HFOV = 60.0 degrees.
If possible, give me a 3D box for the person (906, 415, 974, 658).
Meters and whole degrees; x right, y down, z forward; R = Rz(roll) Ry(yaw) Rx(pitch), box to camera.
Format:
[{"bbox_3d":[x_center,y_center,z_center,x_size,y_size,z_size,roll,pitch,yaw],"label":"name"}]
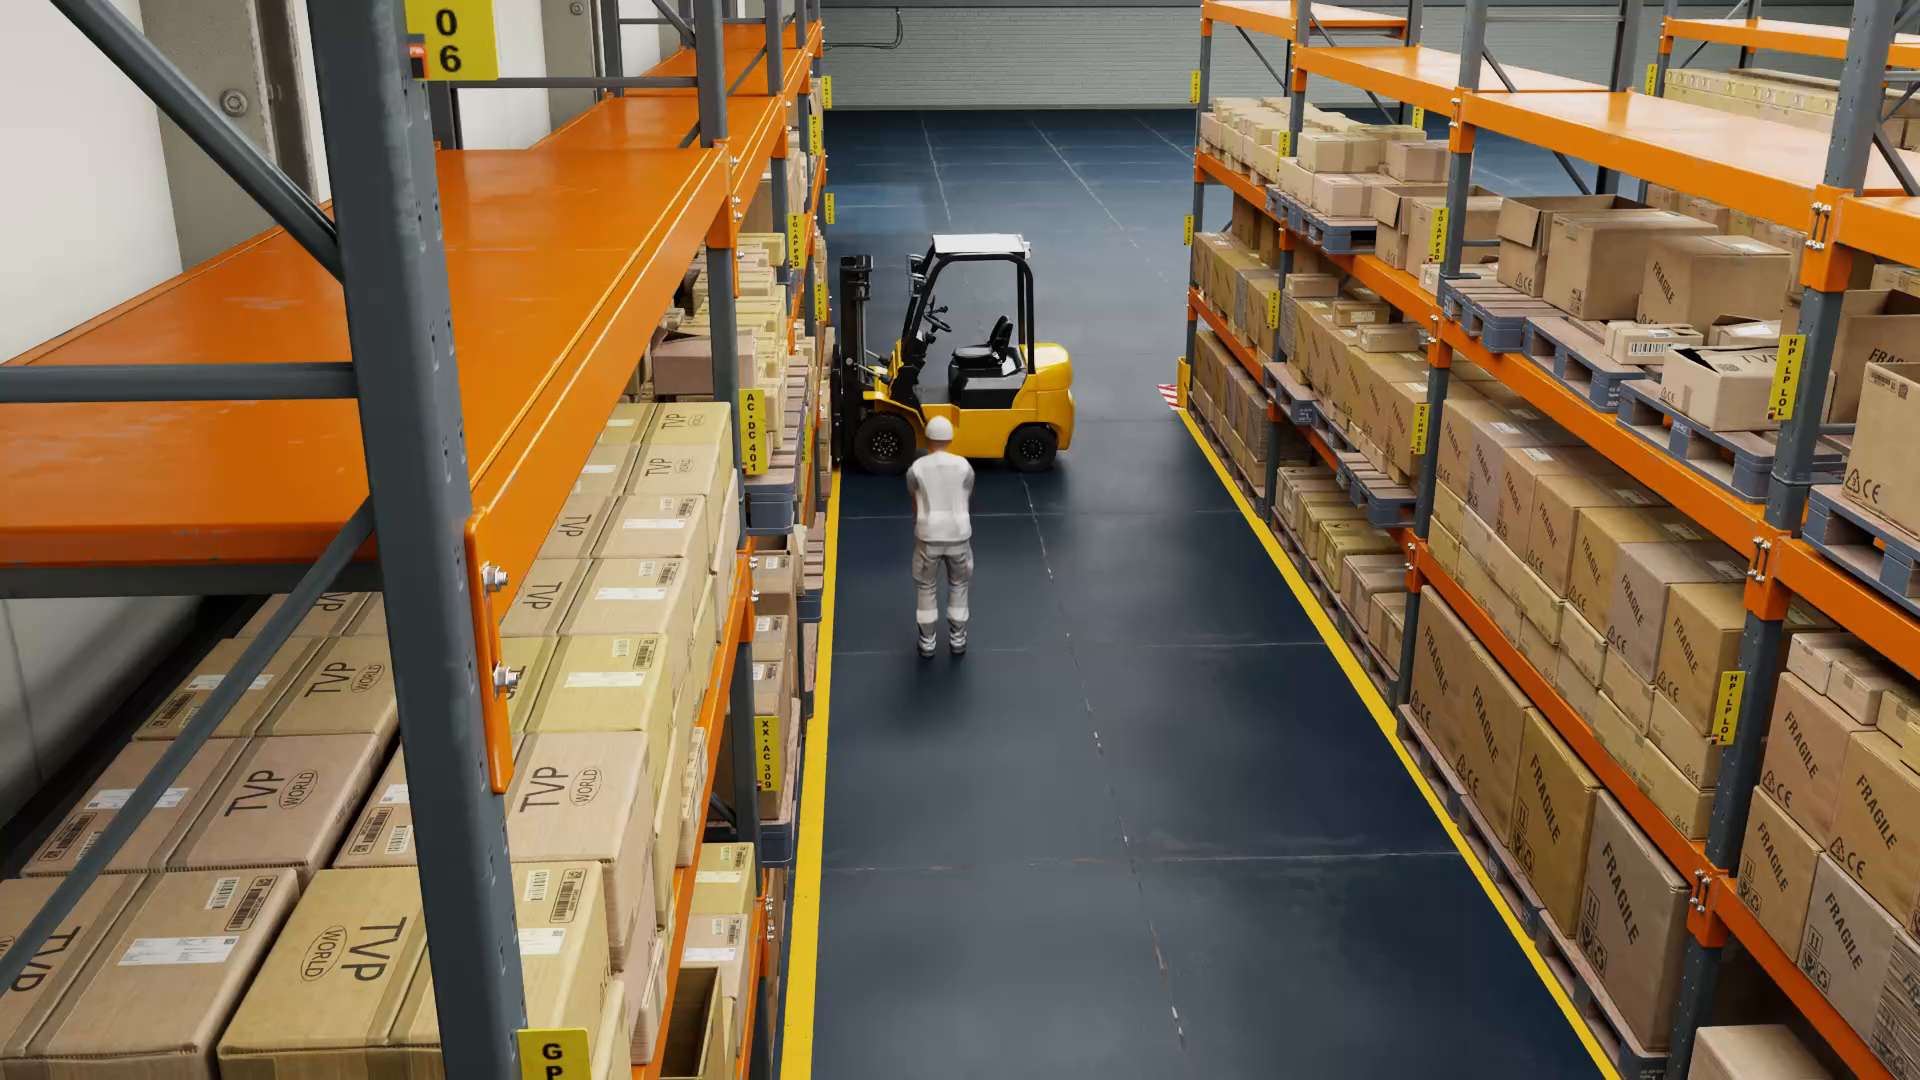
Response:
[{"bbox_3d":[-0.144,-0.044,12.042,0.491,1.773,0.576,-1,20,-4],"label":"person"}]
